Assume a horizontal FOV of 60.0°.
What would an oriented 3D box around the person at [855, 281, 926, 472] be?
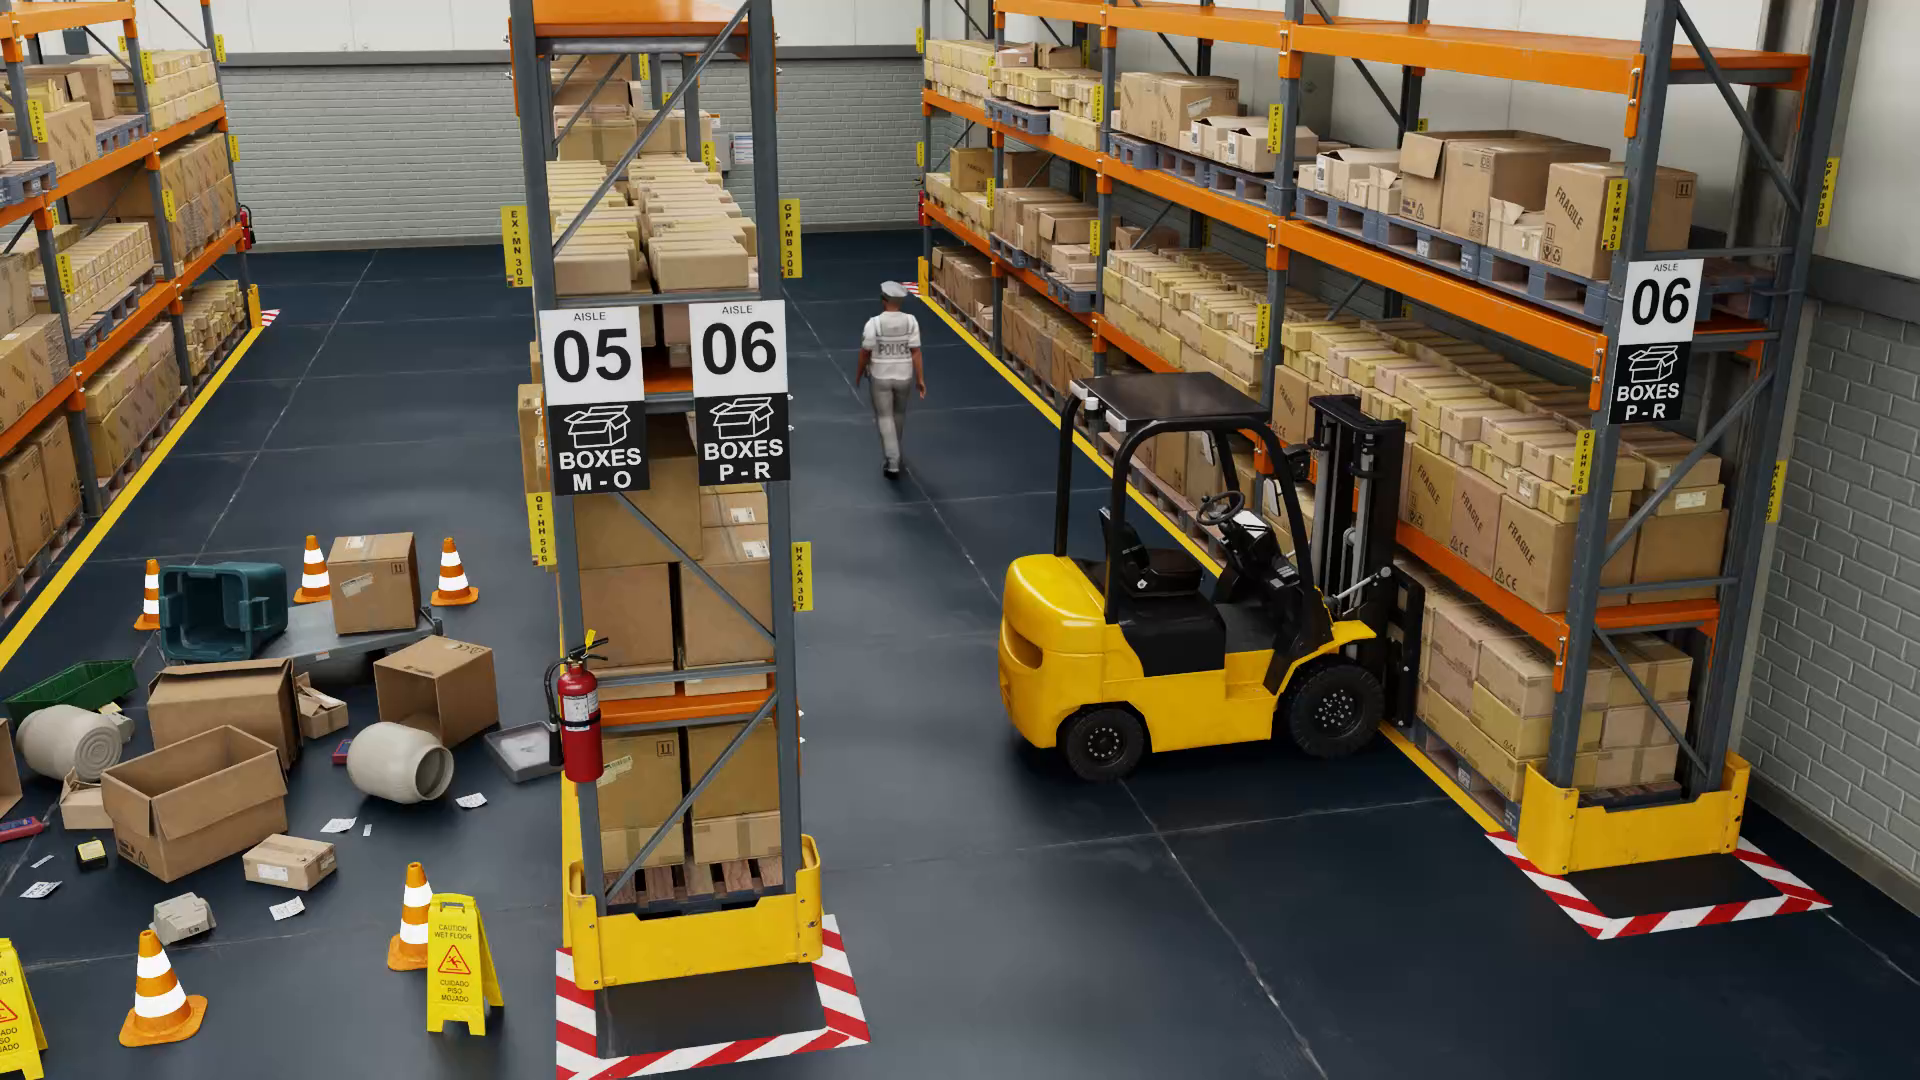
[{"bbox_3d":[-0.679,-1.559,15.403,0.576,1.718,0.989,-7,21,-20],"label":"person"}]
